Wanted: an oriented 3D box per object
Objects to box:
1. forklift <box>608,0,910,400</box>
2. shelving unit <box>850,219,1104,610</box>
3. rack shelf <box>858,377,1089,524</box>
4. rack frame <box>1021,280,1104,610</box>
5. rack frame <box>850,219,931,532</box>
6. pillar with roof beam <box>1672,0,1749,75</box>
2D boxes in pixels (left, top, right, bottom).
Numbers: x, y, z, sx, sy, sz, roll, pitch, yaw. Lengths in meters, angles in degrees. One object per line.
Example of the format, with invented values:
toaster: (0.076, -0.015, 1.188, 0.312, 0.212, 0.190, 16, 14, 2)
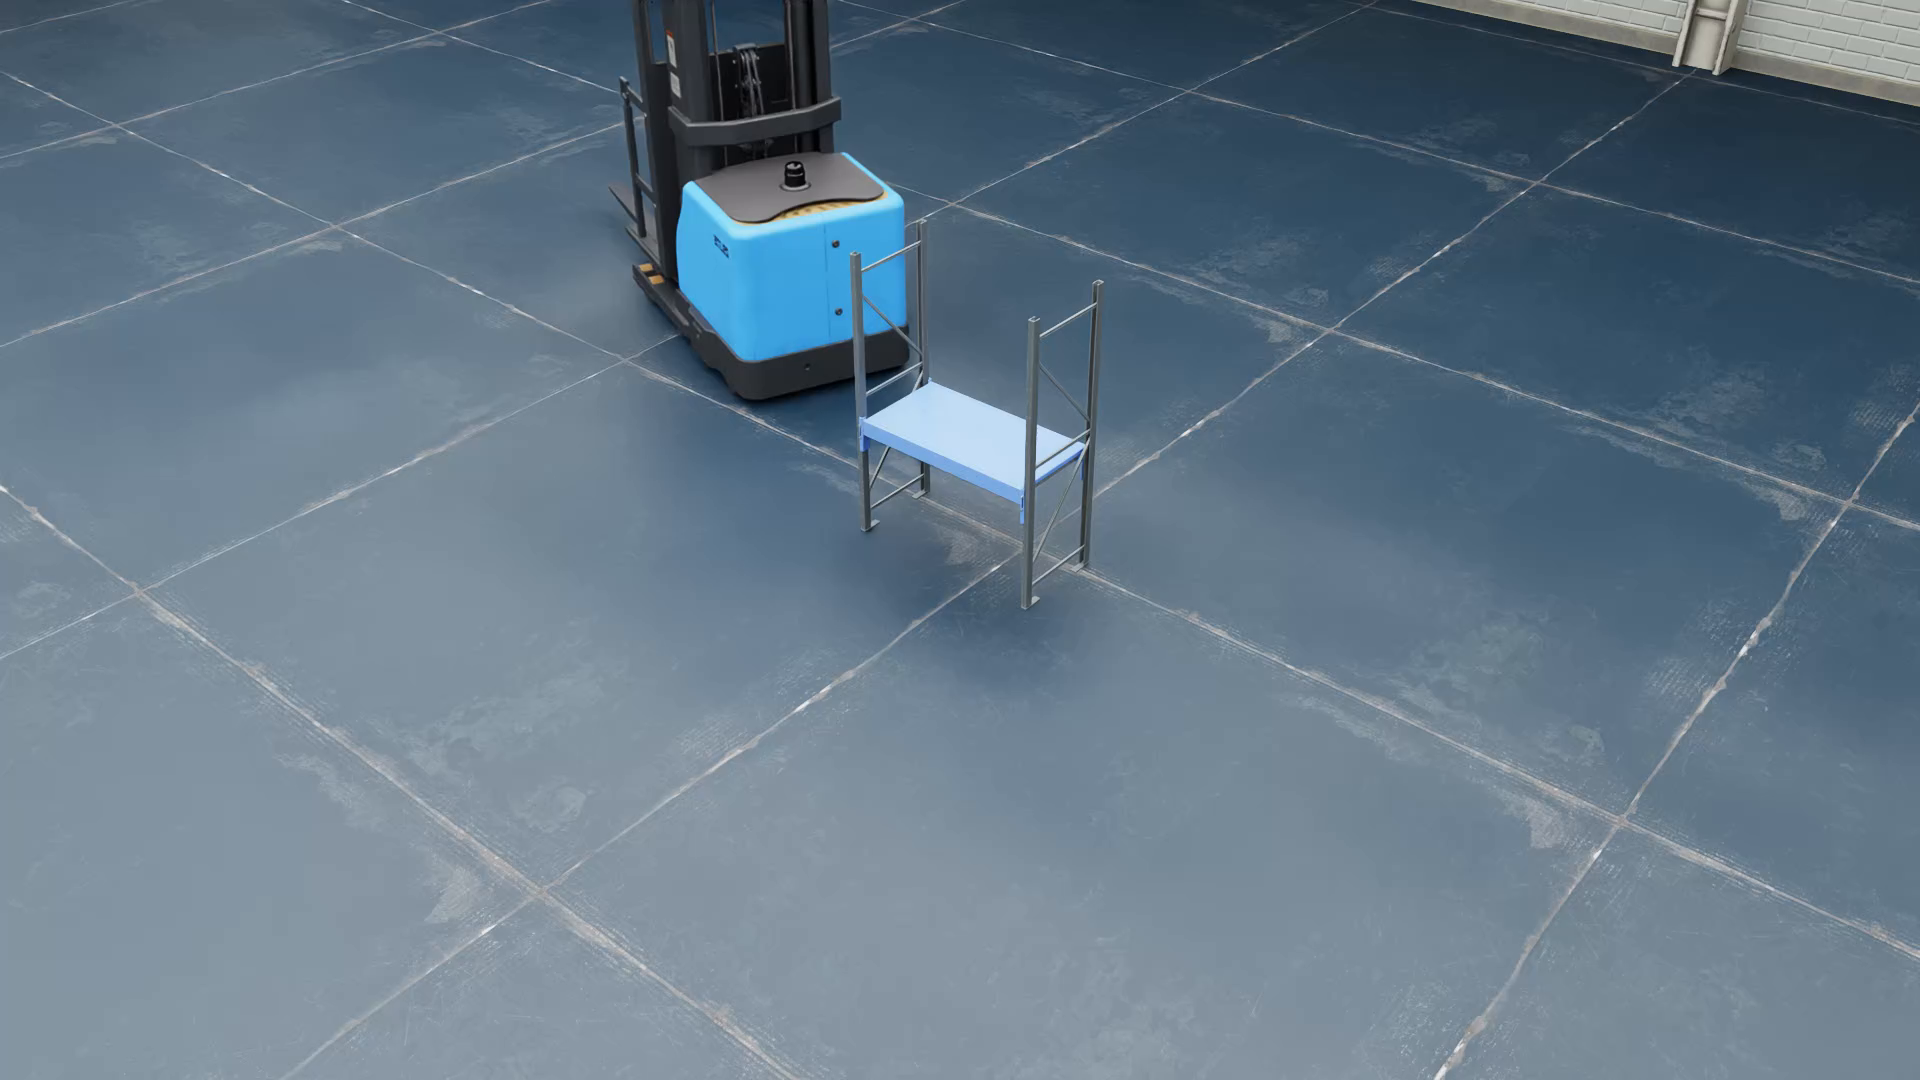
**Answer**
forklift: (-1.419, -2.804, 9.743, 1.130, 2.935, 3.031, -16, 38, -22)
shelving unit: (0.066, -0.587, 7.780, 1.048, 1.500, 0.538, 25, 42, 32)
rack shelf: (0.066, -0.439, 7.882, 1.000, 0.185, 0.538, 25, 42, 32)
rack frame: (0.456, -0.403, 7.512, 0.032, 1.500, 0.500, 25, 42, 32)
rack frame: (-0.325, -0.771, 8.049, 0.032, 1.500, 0.500, 25, 42, 32)
pillar with roof beam: (3.538, -5.862, 8.836, 0.400, 9.000, 9.100, 25, 42, 32)
